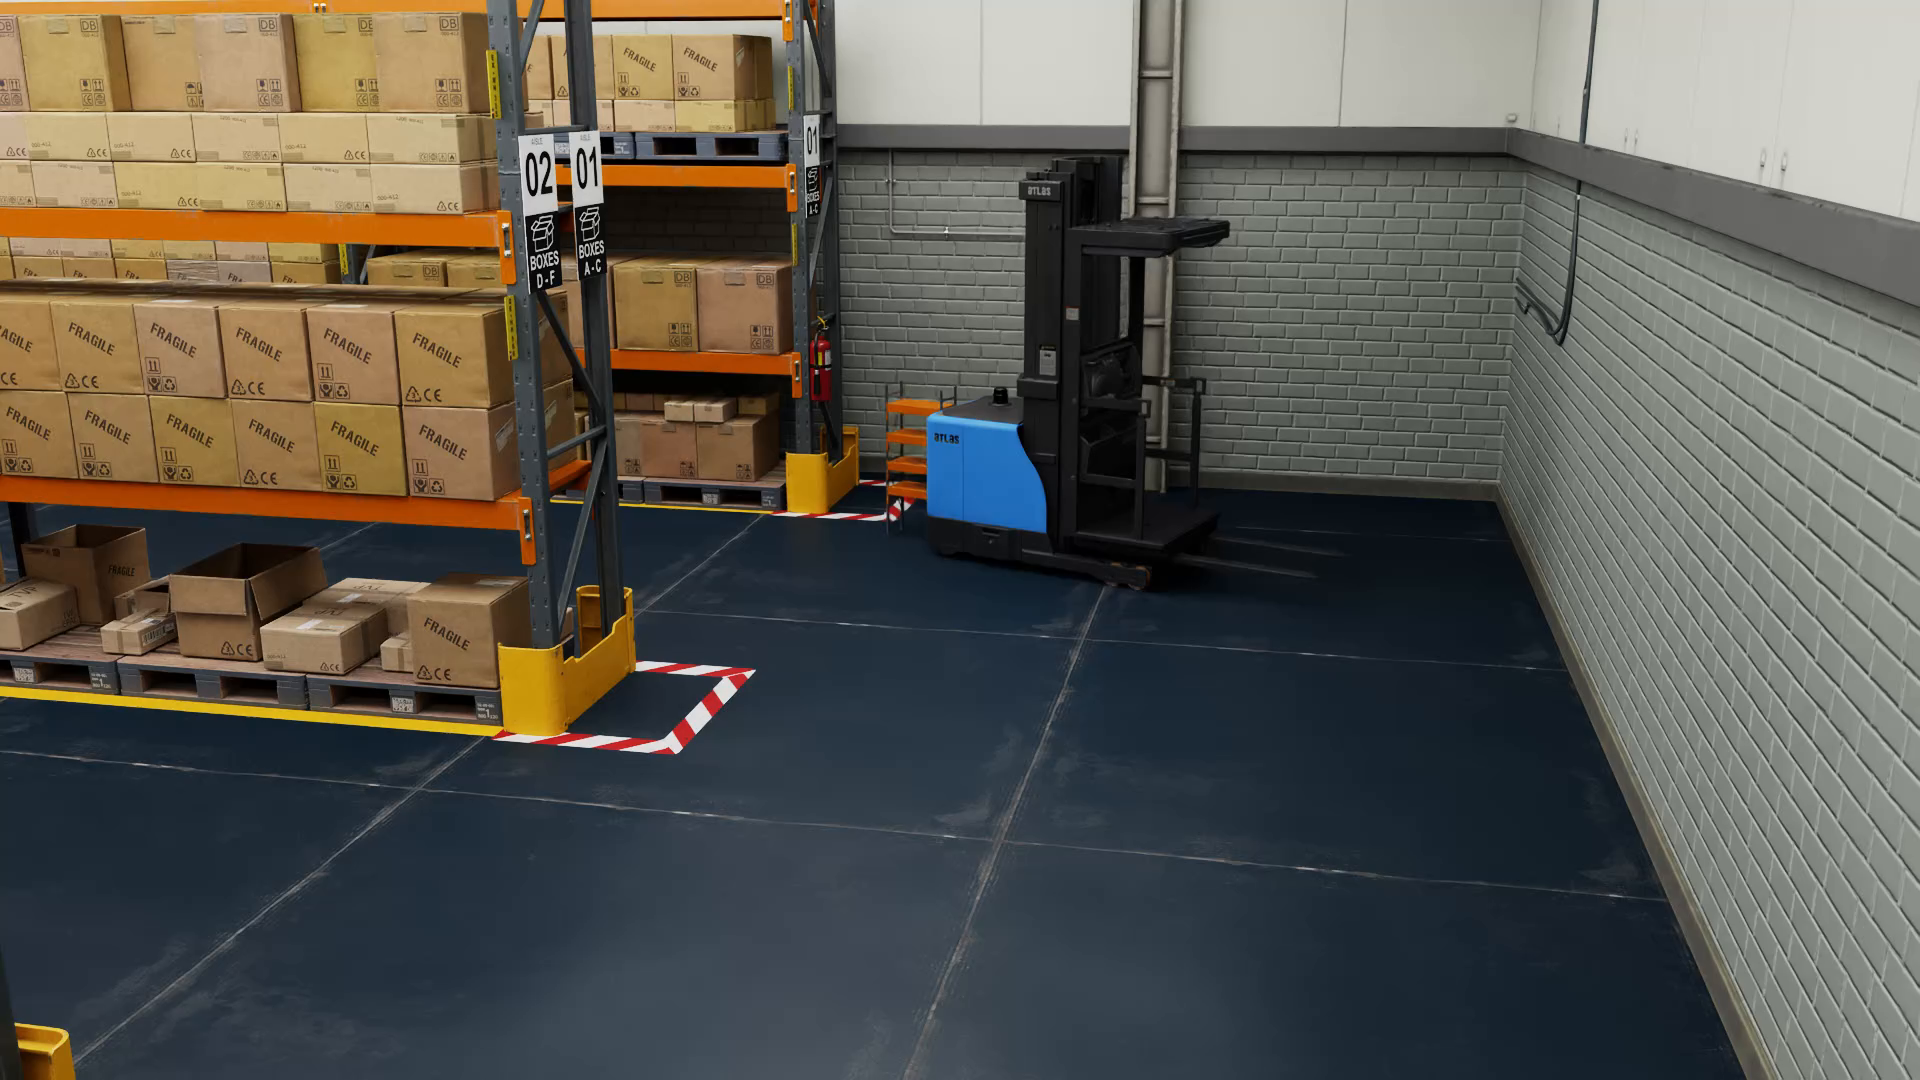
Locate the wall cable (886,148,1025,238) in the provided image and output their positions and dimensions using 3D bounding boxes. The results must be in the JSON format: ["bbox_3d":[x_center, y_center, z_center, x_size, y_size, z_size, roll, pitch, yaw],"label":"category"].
[{"bbox_3d":[0.252,-2.489,14.455,1.851,1.984,0.084,3,16,11],"label":"wall cable"}]

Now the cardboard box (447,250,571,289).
[{"bbox_3d":[-3.869,-2.104,14.406,0.700,0.700,0.980,3,16,10],"label":"cardboard box"}]

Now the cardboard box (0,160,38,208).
[{"bbox_3d":[-5.179,-1.992,9.225,0.500,0.250,0.500,3,16,11],"label":"cardboard box"}]

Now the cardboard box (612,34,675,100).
[{"bbox_3d":[-2.451,-3.802,13.382,0.500,0.500,0.500,4,16,13],"label":"cardboard box"}]

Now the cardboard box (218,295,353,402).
[{"bbox_3d":[-3.670,-1.059,9.134,0.500,0.500,0.500,4,16,13],"label":"cardboard box"}]

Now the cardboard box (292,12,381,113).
[{"bbox_3d":[-3.155,-2.571,8.976,0.500,0.500,0.700,3,16,11],"label":"cardboard box"}]

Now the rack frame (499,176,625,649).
[{"bbox_3d":[-2.175,-0.524,9.264,0.127,3.000,1.000,3,16,11],"label":"rack frame"}]

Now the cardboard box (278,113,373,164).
[{"bbox_3d":[-3.219,-2.125,8.770,0.500,0.250,0.500,3,16,11],"label":"cardboard box"}]

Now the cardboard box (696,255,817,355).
[{"bbox_3d":[-1.693,-1.989,13.991,0.700,0.700,0.980,4,16,14],"label":"cardboard box"}]

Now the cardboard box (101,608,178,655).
[{"bbox_3d":[-4.877,0.539,9.910,0.250,0.166,0.380,3,16,11],"label":"cardboard box"}]

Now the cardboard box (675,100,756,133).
[{"bbox_3d":[-1.962,-3.413,13.383,0.500,0.250,0.500,4,16,13],"label":"cardboard box"}]

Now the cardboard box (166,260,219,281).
[{"bbox_3d":[-6.606,-2.246,14.699,0.500,0.500,0.500,3,16,11],"label":"cardboard box"}]

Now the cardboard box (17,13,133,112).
[{"bbox_3d":[-4.658,-2.608,9.107,0.500,0.500,0.700,3,16,11],"label":"cardboard box"}]

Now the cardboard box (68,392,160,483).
[{"bbox_3d":[-4.658,-0.633,9.470,0.500,0.500,0.500,3,16,11],"label":"cardboard box"}]

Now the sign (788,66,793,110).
[{"bbox_3d":[-1.313,-3.513,12.925,0.005,0.325,0.100,3,16,11],"label":"sign"}]

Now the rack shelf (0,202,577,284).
[{"bbox_3d":[-4.135,-1.729,9.344,4.000,0.370,1.077,3,16,11],"label":"rack shelf"}]

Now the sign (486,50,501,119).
[{"bbox_3d":[-2.305,-2.252,8.225,0.005,0.325,0.100,3,16,11],"label":"sign"}]

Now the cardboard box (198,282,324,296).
[{"bbox_3d":[-4.058,-1.227,9.742,0.500,0.500,0.500,3,16,11],"label":"cardboard box"}]

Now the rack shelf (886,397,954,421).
[{"bbox_3d":[-0.301,-0.990,12.845,0.480,0.148,0.258,9,18,28],"label":"rack shelf"}]

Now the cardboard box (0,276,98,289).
[{"bbox_3d":[-5.548,-1.307,10.033,0.500,0.500,0.500,3,16,11],"label":"cardboard box"}]

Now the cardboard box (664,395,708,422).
[{"bbox_3d":[-2.310,-1.114,14.075,0.250,0.149,0.380,4,16,13],"label":"cardboard box"}]

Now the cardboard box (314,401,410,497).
[{"bbox_3d":[-3.177,-0.551,9.176,0.500,0.500,0.500,3,16,12],"label":"cardboard box"}]

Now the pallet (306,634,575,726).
[{"bbox_3d":[-3.031,0.774,9.803,1.213,0.211,1.003,3,16,11],"label":"pallet"}]

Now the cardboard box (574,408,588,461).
[{"bbox_3d":[-3.405,-0.908,14.548,0.500,0.500,0.700,3,16,12],"label":"cardboard box"}]

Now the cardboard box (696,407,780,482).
[{"bbox_3d":[-1.898,-0.829,14.260,0.500,0.500,0.700,3,16,11],"label":"cardboard box"}]

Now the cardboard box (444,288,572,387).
[{"bbox_3d":[-2.557,-1.146,9.451,0.500,0.500,0.500,4,16,13],"label":"cardboard box"}]

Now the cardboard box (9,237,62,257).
[{"bbox_3d":[-8.111,-2.688,14.890,0.500,0.250,0.500,3,16,10],"label":"cardboard box"}]

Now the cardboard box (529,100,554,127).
[{"bbox_3d":[-3.486,-3.495,13.677,0.500,0.250,0.500,3,16,10],"label":"cardboard box"}]

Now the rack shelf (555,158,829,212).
[{"bbox_3d":[-3.152,-3.025,14.022,4.000,0.370,1.077,3,16,11],"label":"rack shelf"}]

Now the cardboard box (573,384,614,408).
[{"bbox_3d":[-3.226,-1.267,14.629,0.250,0.149,0.380,3,16,10],"label":"cardboard box"}]

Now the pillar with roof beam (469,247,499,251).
[{"bbox_3d":[-5.111,-3.987,10.527,0.400,9.000,9.100,3,16,11],"label":"pillar with roof beam"}]

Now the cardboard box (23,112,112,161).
[{"bbox_3d":[-4.690,-2.204,9.055,0.500,0.250,0.500,3,16,11],"label":"cardboard box"}]

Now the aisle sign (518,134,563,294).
[{"bbox_3d":[-2.169,-1.693,8.614,0.004,0.787,0.394,3,16,11],"label":"aisle sign"}]

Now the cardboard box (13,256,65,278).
[{"bbox_3d":[-8.095,-2.323,14.979,0.500,0.500,0.500,4,16,13],"label":"cardboard box"}]

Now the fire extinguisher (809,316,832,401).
[{"bbox_3d":[-1.136,-1.474,13.538,0.183,0.674,0.296,3,16,11],"label":"fire extinguisher"}]

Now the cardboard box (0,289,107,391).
[{"bbox_3d":[-5.184,-1.141,9.430,0.500,0.500,0.500,3,16,9],"label":"cardboard box"}]

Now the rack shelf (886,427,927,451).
[{"bbox_3d":[-0.301,-0.762,12.909,0.480,0.148,0.258,9,18,28],"label":"rack shelf"}]

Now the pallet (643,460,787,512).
[{"bbox_3d":[-1.991,-0.498,14.395,1.213,0.211,1.003,3,16,11],"label":"pallet"}]

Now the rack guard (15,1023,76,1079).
[{"bbox_3d":[-3.140,1.974,4.928,0.348,0.500,1.175,3,16,11],"label":"rack guard"}]

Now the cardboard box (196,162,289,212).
[{"bbox_3d":[-3.711,-1.908,8.923,0.500,0.250,0.500,3,16,11],"label":"cardboard box"}]

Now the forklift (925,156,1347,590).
[{"bbox_3d":[1.270,-1.221,11.908,3.031,2.935,1.130,9,18,29],"label":"forklift"}]

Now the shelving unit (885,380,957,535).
[{"bbox_3d":[-0.301,-0.611,12.950,0.503,1.200,0.258,9,18,28],"label":"shelving unit"}]

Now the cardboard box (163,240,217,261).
[{"bbox_3d":[-6.619,-2.610,14.608,0.500,0.250,0.500,3,16,12],"label":"cardboard box"}]

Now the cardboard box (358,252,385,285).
[{"bbox_3d":[-5.512,-2.324,14.981,0.500,0.500,0.500,3,16,9],"label":"cardboard box"}]

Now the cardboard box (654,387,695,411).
[{"bbox_3d":[-2.477,-1.227,14.484,0.250,0.149,0.380,3,16,12],"label":"cardboard box"}]

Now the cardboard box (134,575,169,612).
[{"bbox_3d":[-4.745,0.343,10.347,0.500,0.311,0.500,3,16,11],"label":"cardboard box"}]

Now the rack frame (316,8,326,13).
[{"bbox_3d":[-5.111,-4.924,13.910,0.127,3.000,1.000,3,16,11],"label":"rack frame"}]

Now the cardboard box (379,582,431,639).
[{"bbox_3d":[-3.141,0.460,10.040,0.500,0.250,0.500,3,16,11],"label":"cardboard box"}]

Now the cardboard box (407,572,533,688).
[{"bbox_3d":[-2.757,0.504,9.411,0.500,0.500,0.500,3,16,11],"label":"cardboard box"}]
